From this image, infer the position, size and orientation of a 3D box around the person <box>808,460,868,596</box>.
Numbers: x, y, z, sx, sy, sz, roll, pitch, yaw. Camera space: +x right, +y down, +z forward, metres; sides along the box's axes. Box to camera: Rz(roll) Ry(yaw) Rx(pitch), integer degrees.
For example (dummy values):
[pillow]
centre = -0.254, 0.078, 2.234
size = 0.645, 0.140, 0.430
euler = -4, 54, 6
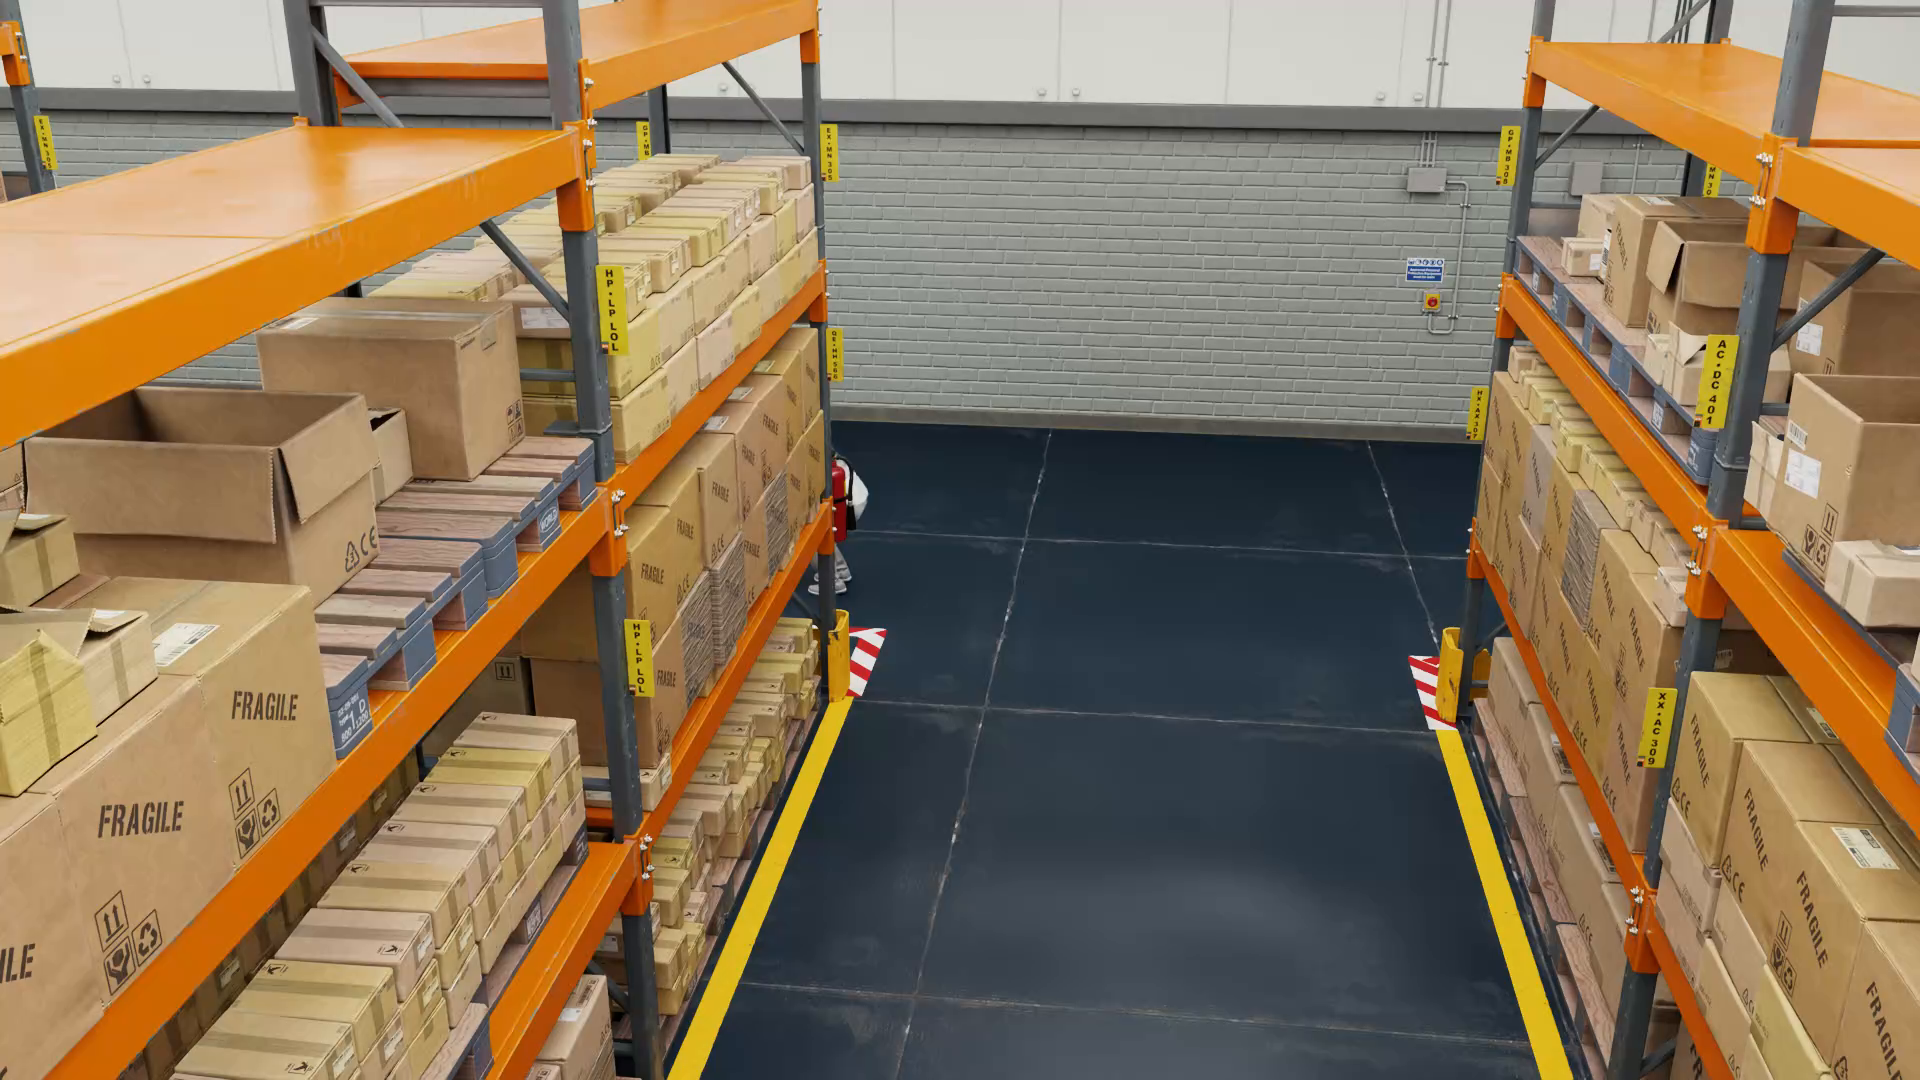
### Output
[person]
centre = -1.057, -0.240, 12.218
size = 0.749, 1.294, 0.534
euler = 2, 21, 6
